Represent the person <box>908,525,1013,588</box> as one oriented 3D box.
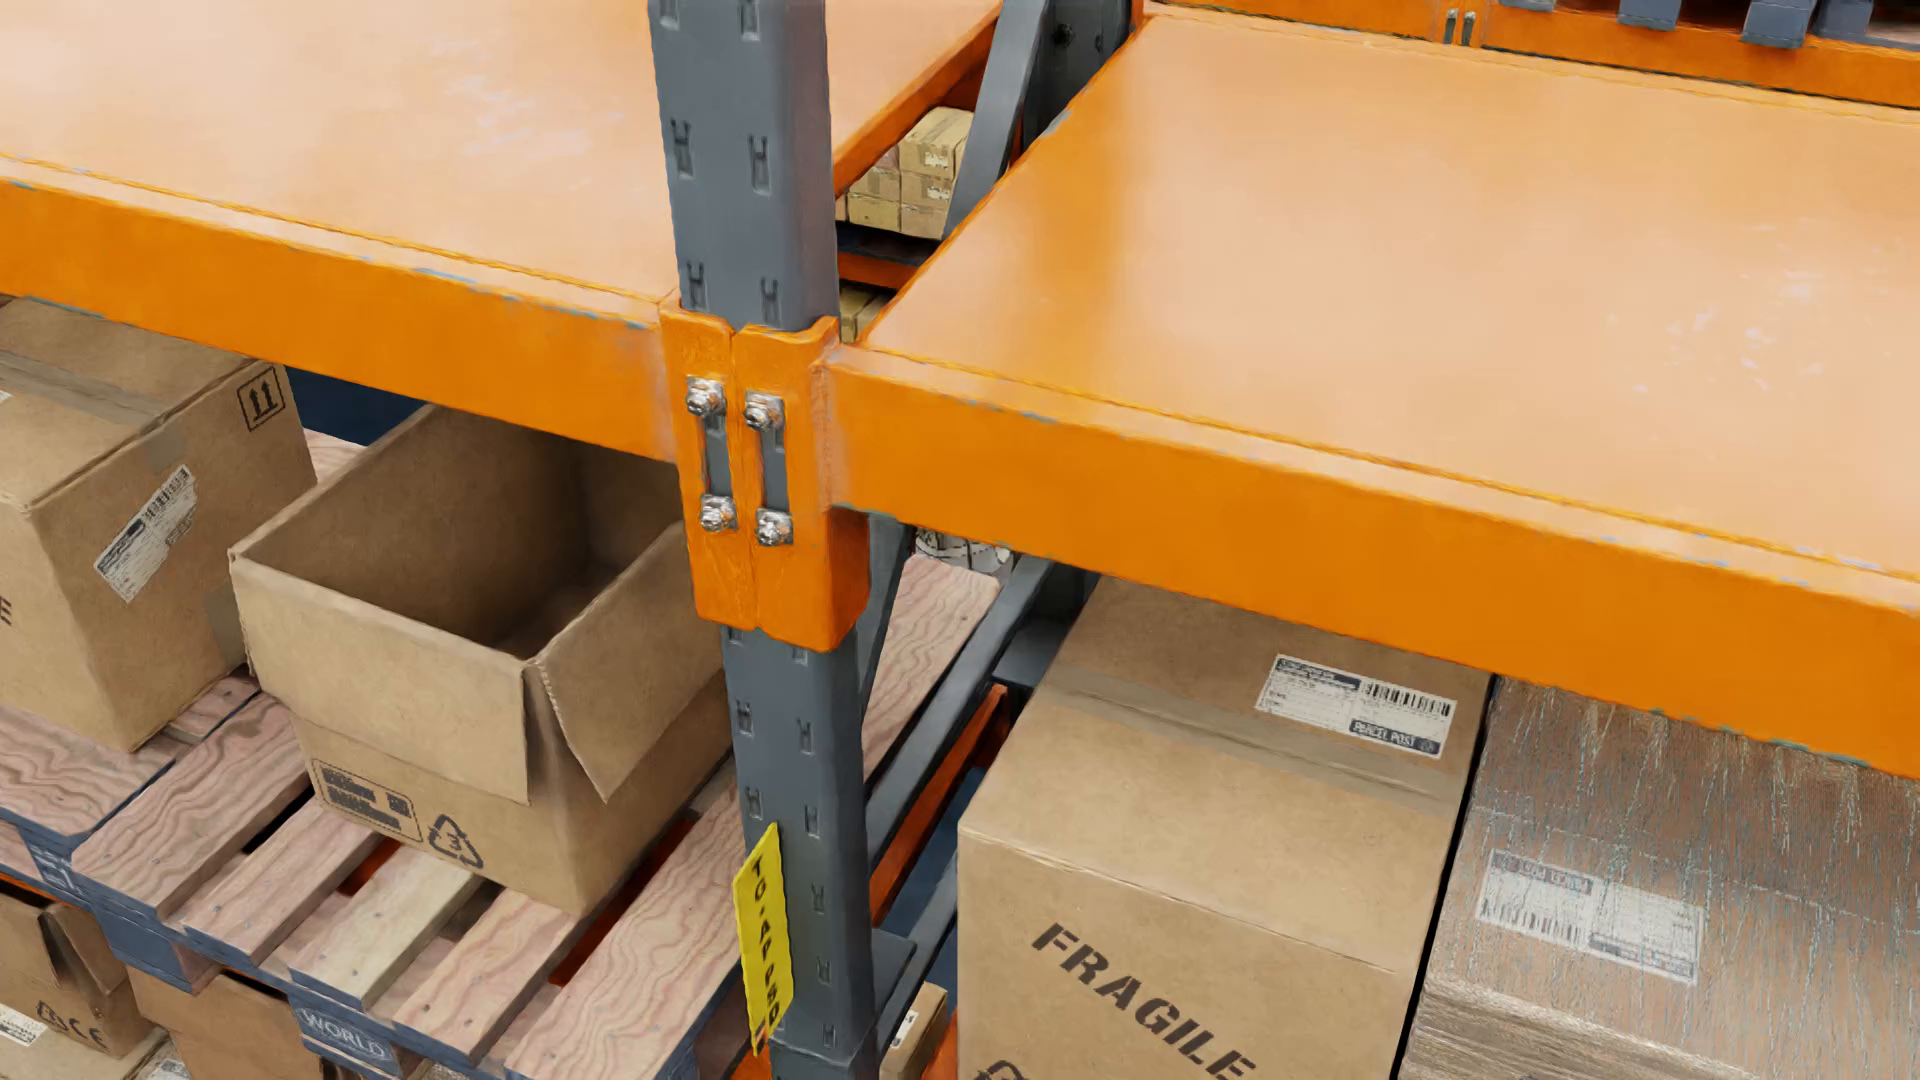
[{"bbox_3d":[0.006,0.081,6.561,0.521,1.633,0.578,-9,39,-11],"label":"person"}]
